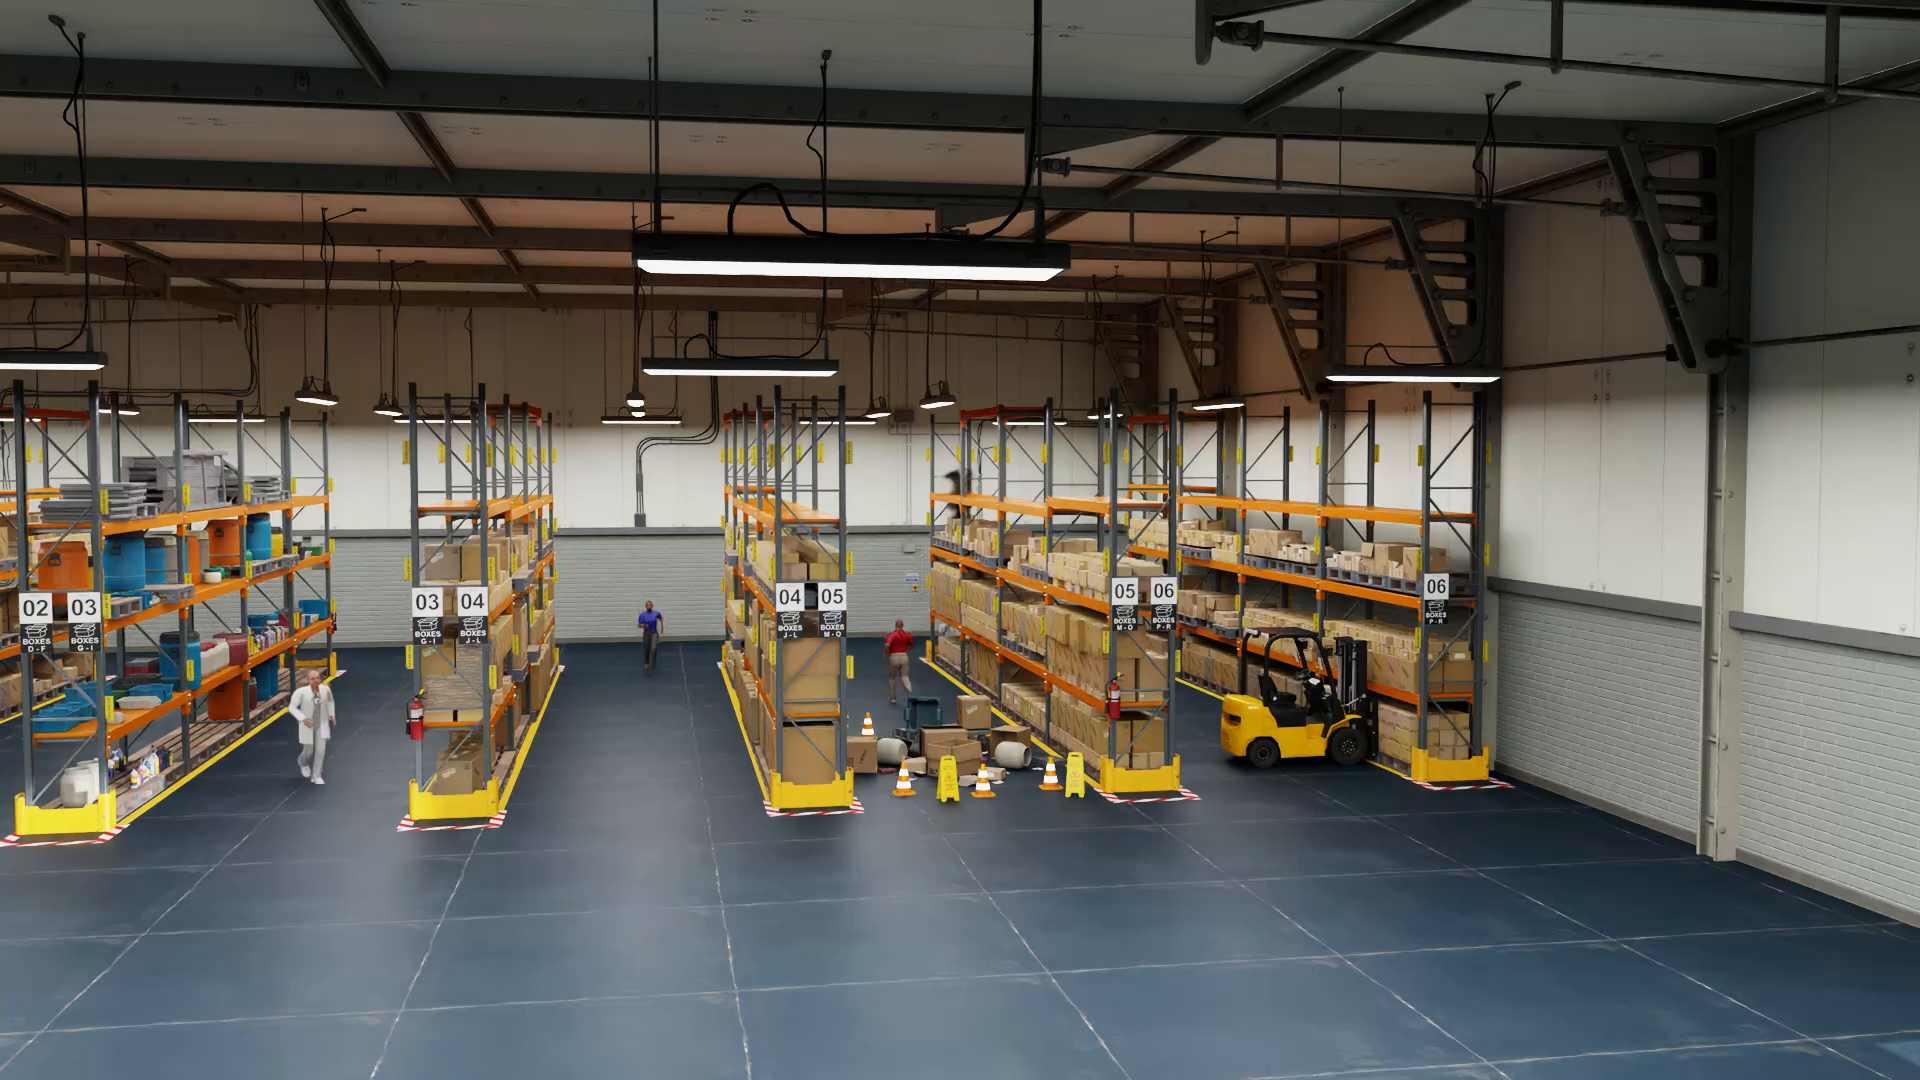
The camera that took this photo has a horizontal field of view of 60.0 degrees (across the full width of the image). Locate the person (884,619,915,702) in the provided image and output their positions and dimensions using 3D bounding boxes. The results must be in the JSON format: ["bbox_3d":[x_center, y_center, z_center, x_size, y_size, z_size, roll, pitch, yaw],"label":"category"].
[{"bbox_3d":[-1.238,2.444,33.490,0.678,1.694,0.926,-1,3,-20],"label":"person"}]

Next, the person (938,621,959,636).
[{"bbox_3d":[-0.242,1.975,42.111,0.695,1.782,0.644,-1,3,-23],"label":"person"}]

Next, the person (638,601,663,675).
[{"bbox_3d":[-7.127,2.246,38.323,0.567,1.687,0.897,0,3,-5],"label":"person"}]

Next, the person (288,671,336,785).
[{"bbox_3d":[-9.929,2.857,25.464,0.712,1.721,0.798,-2,4,-36],"label":"person"}]
